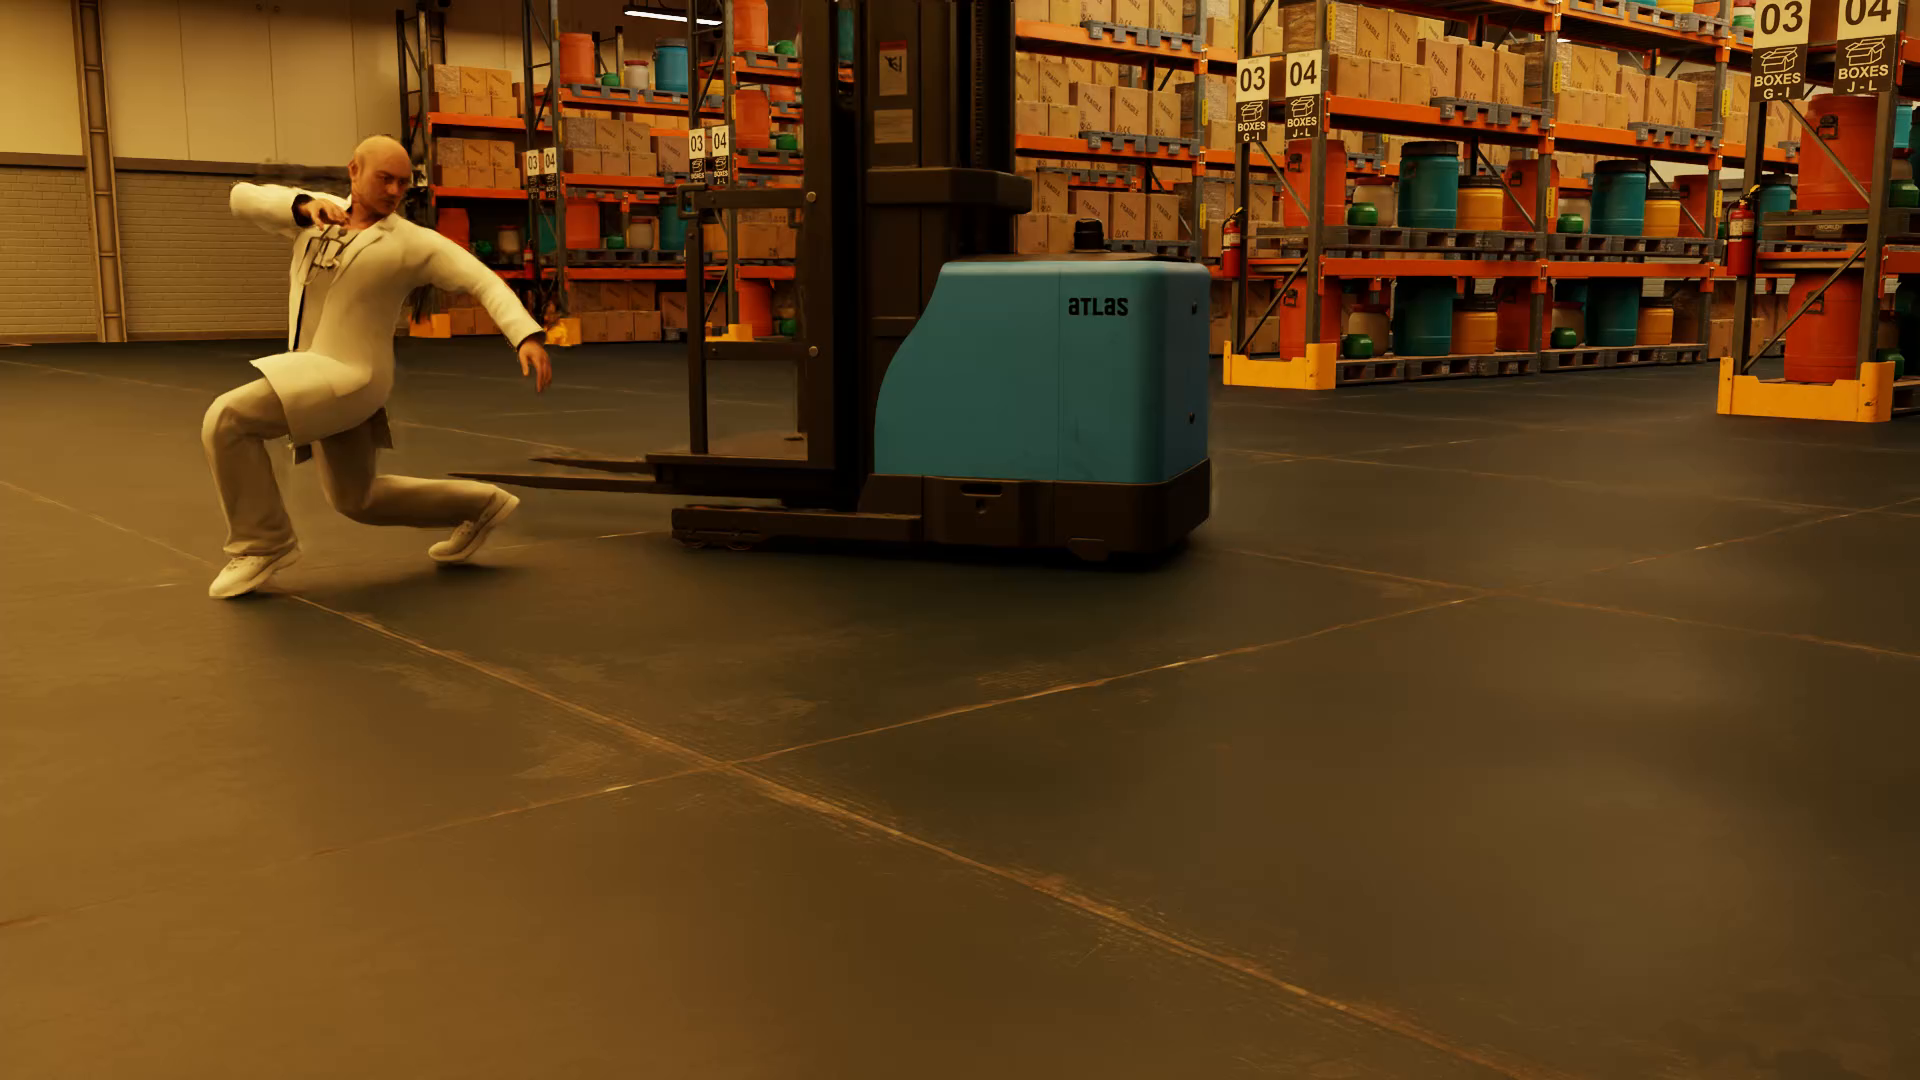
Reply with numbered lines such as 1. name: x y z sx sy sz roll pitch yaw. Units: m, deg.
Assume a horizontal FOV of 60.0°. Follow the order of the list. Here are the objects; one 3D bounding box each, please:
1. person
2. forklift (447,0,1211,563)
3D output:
1. person: -1.932 -0.576 5.489 0.877 1.497 1.048 8 12 43
2. forklift: -0.579 -1.478 6.507 3.031 2.935 1.130 3 9 18
